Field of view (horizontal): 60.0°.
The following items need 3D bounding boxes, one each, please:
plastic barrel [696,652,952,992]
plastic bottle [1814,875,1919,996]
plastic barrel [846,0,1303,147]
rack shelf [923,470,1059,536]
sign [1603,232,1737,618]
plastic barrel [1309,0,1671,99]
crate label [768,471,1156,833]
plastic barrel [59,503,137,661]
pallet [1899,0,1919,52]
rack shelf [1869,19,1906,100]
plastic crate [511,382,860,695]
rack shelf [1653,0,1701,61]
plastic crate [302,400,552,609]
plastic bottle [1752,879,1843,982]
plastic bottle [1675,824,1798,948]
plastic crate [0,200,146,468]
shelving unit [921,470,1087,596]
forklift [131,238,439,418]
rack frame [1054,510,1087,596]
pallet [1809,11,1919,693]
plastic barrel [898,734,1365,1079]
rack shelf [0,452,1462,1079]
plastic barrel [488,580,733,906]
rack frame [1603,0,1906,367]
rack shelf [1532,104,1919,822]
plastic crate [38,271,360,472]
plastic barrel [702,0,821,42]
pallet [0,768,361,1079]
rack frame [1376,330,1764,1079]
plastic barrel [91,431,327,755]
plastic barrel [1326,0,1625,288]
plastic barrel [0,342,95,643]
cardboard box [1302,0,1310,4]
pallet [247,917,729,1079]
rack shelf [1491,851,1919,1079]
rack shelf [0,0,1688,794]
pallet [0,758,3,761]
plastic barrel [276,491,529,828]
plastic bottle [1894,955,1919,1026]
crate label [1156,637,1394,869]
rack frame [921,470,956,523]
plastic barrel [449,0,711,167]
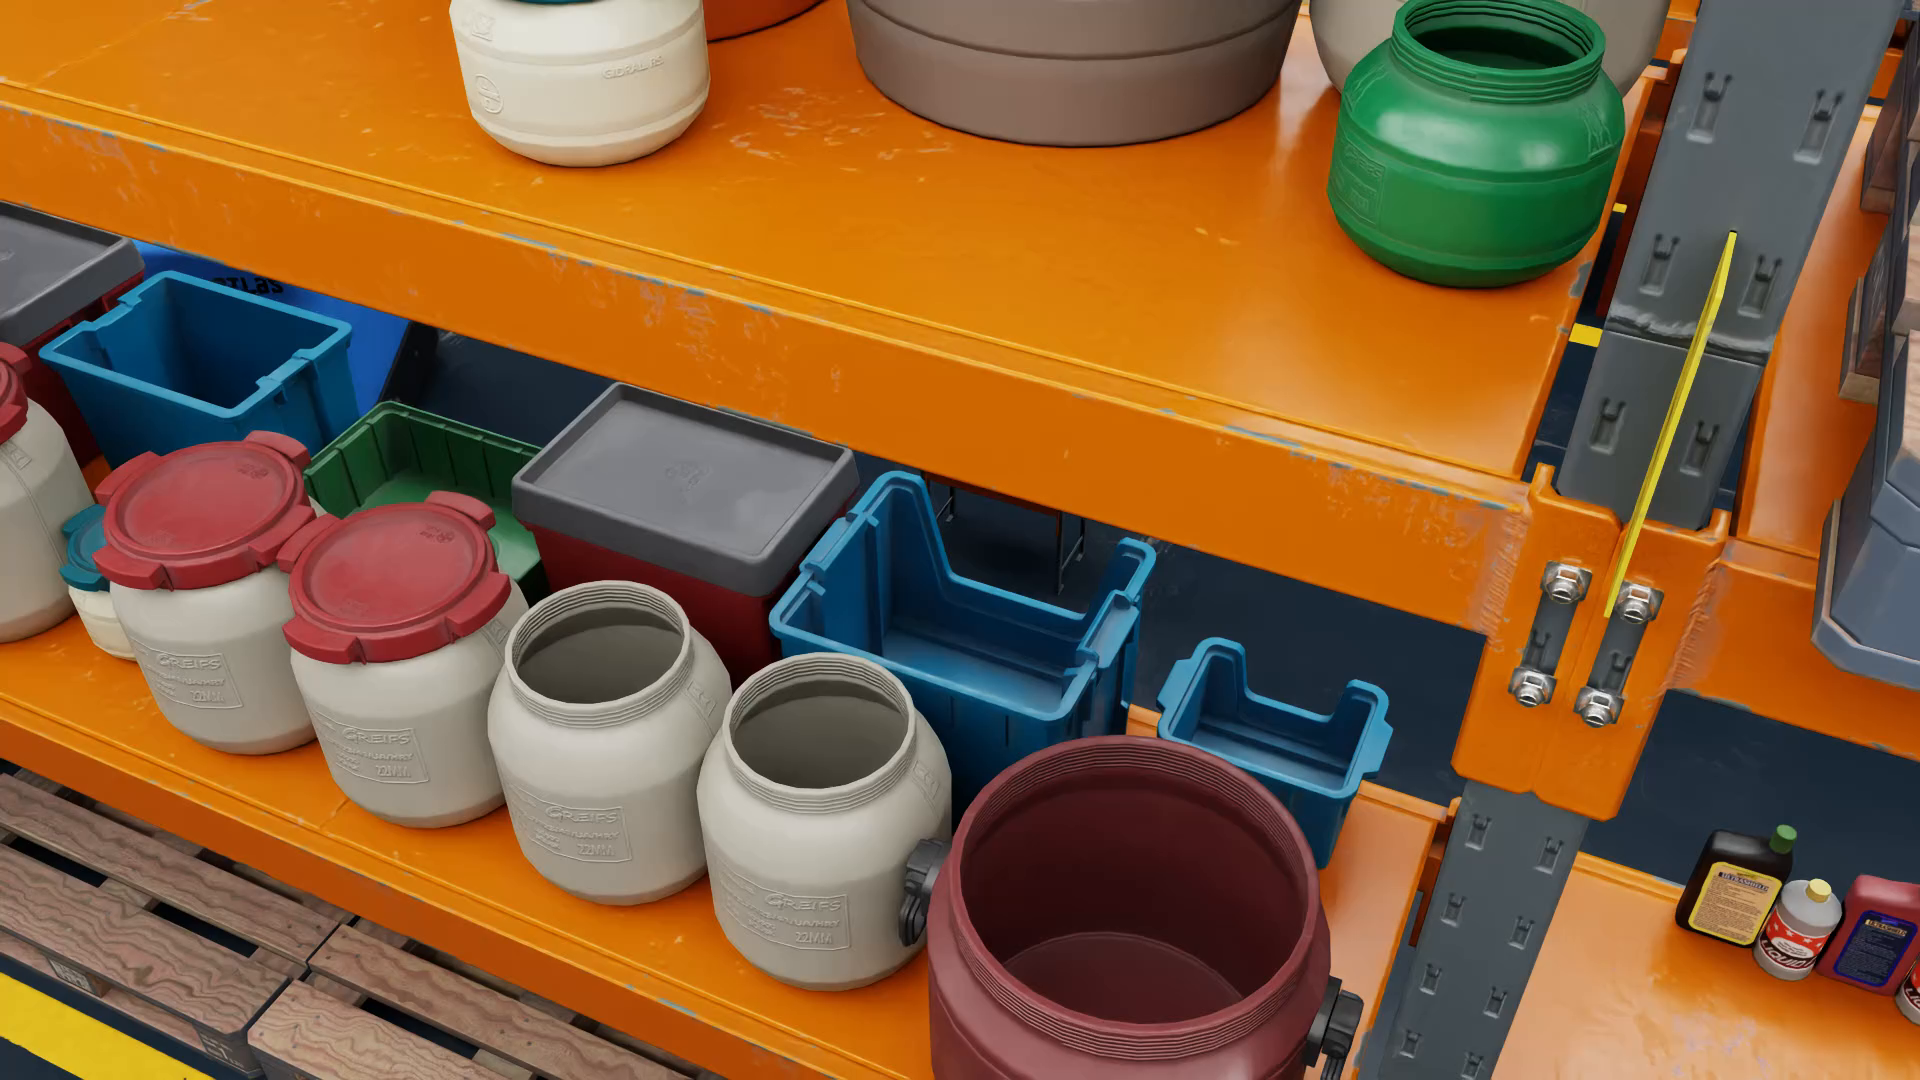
[{"bbox_3d":[-0.224,0.481,2.820,0.421,0.512,0.421,0,41,0],"label":"plastic barrel"},{"bbox_3d":[1.554,0.648,2.802,0.133,0.283,0.061,17,44,19],"label":"plastic bottle"},{"bbox_3d":[0.146,-0.998,1.938,0.600,0.901,0.600,0,41,0],"label":"plastic barrel"},{"bbox_3d":[0.150,-0.207,5.478,0.480,0.148,0.258,17,44,19],"label":"rack shelf"},{"bbox_3d":[0.572,-0.084,1.347,0.005,0.325,0.100,17,44,19],"label":"sign"},{"bbox_3d":[0.646,-0.763,1.964,0.421,0.512,0.421,0,41,0],"label":"plastic barrel"},{"bbox_3d":[0.012,0.232,3.165,0.616,0.435,0.502,17,44,19],"label":"crate label"},{"bbox_3d":[-1.692,0.083,3.469,0.301,0.262,0.301,0,41,0],"label":"plastic barrel"},{"bbox_3d":[3.540,-2.039,5.959,1.003,0.211,1.213,17,44,19],"label":"pallet"},{"bbox_3d":[4.709,-1.432,5.662,4.000,0.370,1.077,17,44,19],"label":"rack shelf"},{"bbox_3d":[-0.537,0.028,3.379,0.583,0.464,0.402,17,44,19],"label":"plastic crate"},{"bbox_3d":[1.084,-2.540,6.940,4.000,0.370,1.077,17,44,19],"label":"rack shelf"},{"bbox_3d":[-1.129,-0.032,3.658,0.662,0.188,0.450,17,44,19],"label":"plastic crate"},{"bbox_3d":[1.442,0.658,2.853,0.097,0.201,0.097,0,41,0],"label":"plastic bottle"},{"bbox_3d":[1.345,0.584,2.875,0.133,0.283,0.061,17,44,19],"label":"plastic bottle"},{"bbox_3d":[-2.258,-0.498,3.986,0.583,0.464,0.402,17,44,19],"label":"plastic crate"},{"bbox_3d":[0.150,-0.408,5.304,0.503,1.200,0.258,17,44,19],"label":"shelving unit"},{"bbox_3d":[-3.555,-1.532,5.280,3.031,2.935,1.130,-1,41,-1],"label":"forklift"},{"bbox_3d":[0.371,-0.340,5.226,0.015,1.200,0.240,17,44,19],"label":"rack frame"},{"bbox_3d":[1.450,-0.111,1.442,1.213,0.211,1.003,17,44,19],"label":"pallet"},{"bbox_3d":[0.250,0.681,2.570,0.708,0.536,0.600,17,44,19],"label":"plastic barrel"},{"bbox_3d":[-1.014,0.399,3.549,4.000,0.370,1.077,17,44,19],"label":"rack shelf"},{"bbox_3d":[-0.606,0.364,2.954,0.421,0.512,0.421,0,41,0],"label":"plastic barrel"},{"bbox_3d":[0.798,-1.586,0.709,0.127,3.000,1.000,17,44,19],"label":"rack frame"},{"bbox_3d":[2.611,0.373,1.288,4.000,0.370,1.077,17,44,19],"label":"rack shelf"},{"bbox_3d":[-1.695,-0.300,3.818,0.575,0.384,0.392,17,44,19],"label":"plastic crate"},{"bbox_3d":[-0.447,-1.152,2.171,0.708,0.830,0.600,17,44,19],"label":"plastic barrel"},{"bbox_3d":[-2.098,0.821,4.641,1.213,0.211,1.003,17,44,19],"label":"pallet"},{"bbox_3d":[0.798,0.681,2.674,0.127,3.000,1.000,17,44,19],"label":"rack frame"},{"bbox_3d":[-1.387,0.120,3.217,0.433,0.535,0.433,0,41,0],"label":"plastic barrel"},{"bbox_3d":[0.553,-0.432,1.786,0.294,0.245,0.294,0,41,0],"label":"plastic barrel"},{"bbox_3d":[-2.052,-0.083,3.452,0.433,0.535,0.433,0,41,0],"label":"plastic barrel"},{"bbox_3d":[1.605,-2.192,7.339,0.500,0.311,0.500,16,43,17],"label":"cardboard box"},{"bbox_3d":[-0.989,1.158,4.252,1.213,0.211,1.003,17,44,19],"label":"pallet"},{"bbox_3d":[2.611,1.507,2.271,4.000,0.370,1.077,17,44,19],"label":"rack shelf"},{"bbox_3d":[-1.014,-0.734,2.566,4.000,0.370,1.077,17,44,19],"label":"rack shelf"},{"bbox_3d":[-3.418,0.416,5.109,1.213,0.211,1.003,17,44,19],"label":"pallet"},{"bbox_3d":[-0.995,0.240,3.079,0.433,0.535,0.433,0,41,0],"label":"plastic barrel"},{"bbox_3d":[1.651,0.722,2.779,0.097,0.201,0.097,0,41,0],"label":"plastic bottle"},{"bbox_3d":[0.575,0.405,3.120,0.416,0.233,0.303,17,44,19],"label":"crate label"},{"bbox_3d":[-0.071,-0.475,5.382,0.015,1.200,0.240,17,44,19],"label":"rack frame"},{"bbox_3d":[-0.453,-0.614,1.983,0.301,0.262,0.301,0,41,0],"label":"plastic barrel"}]
